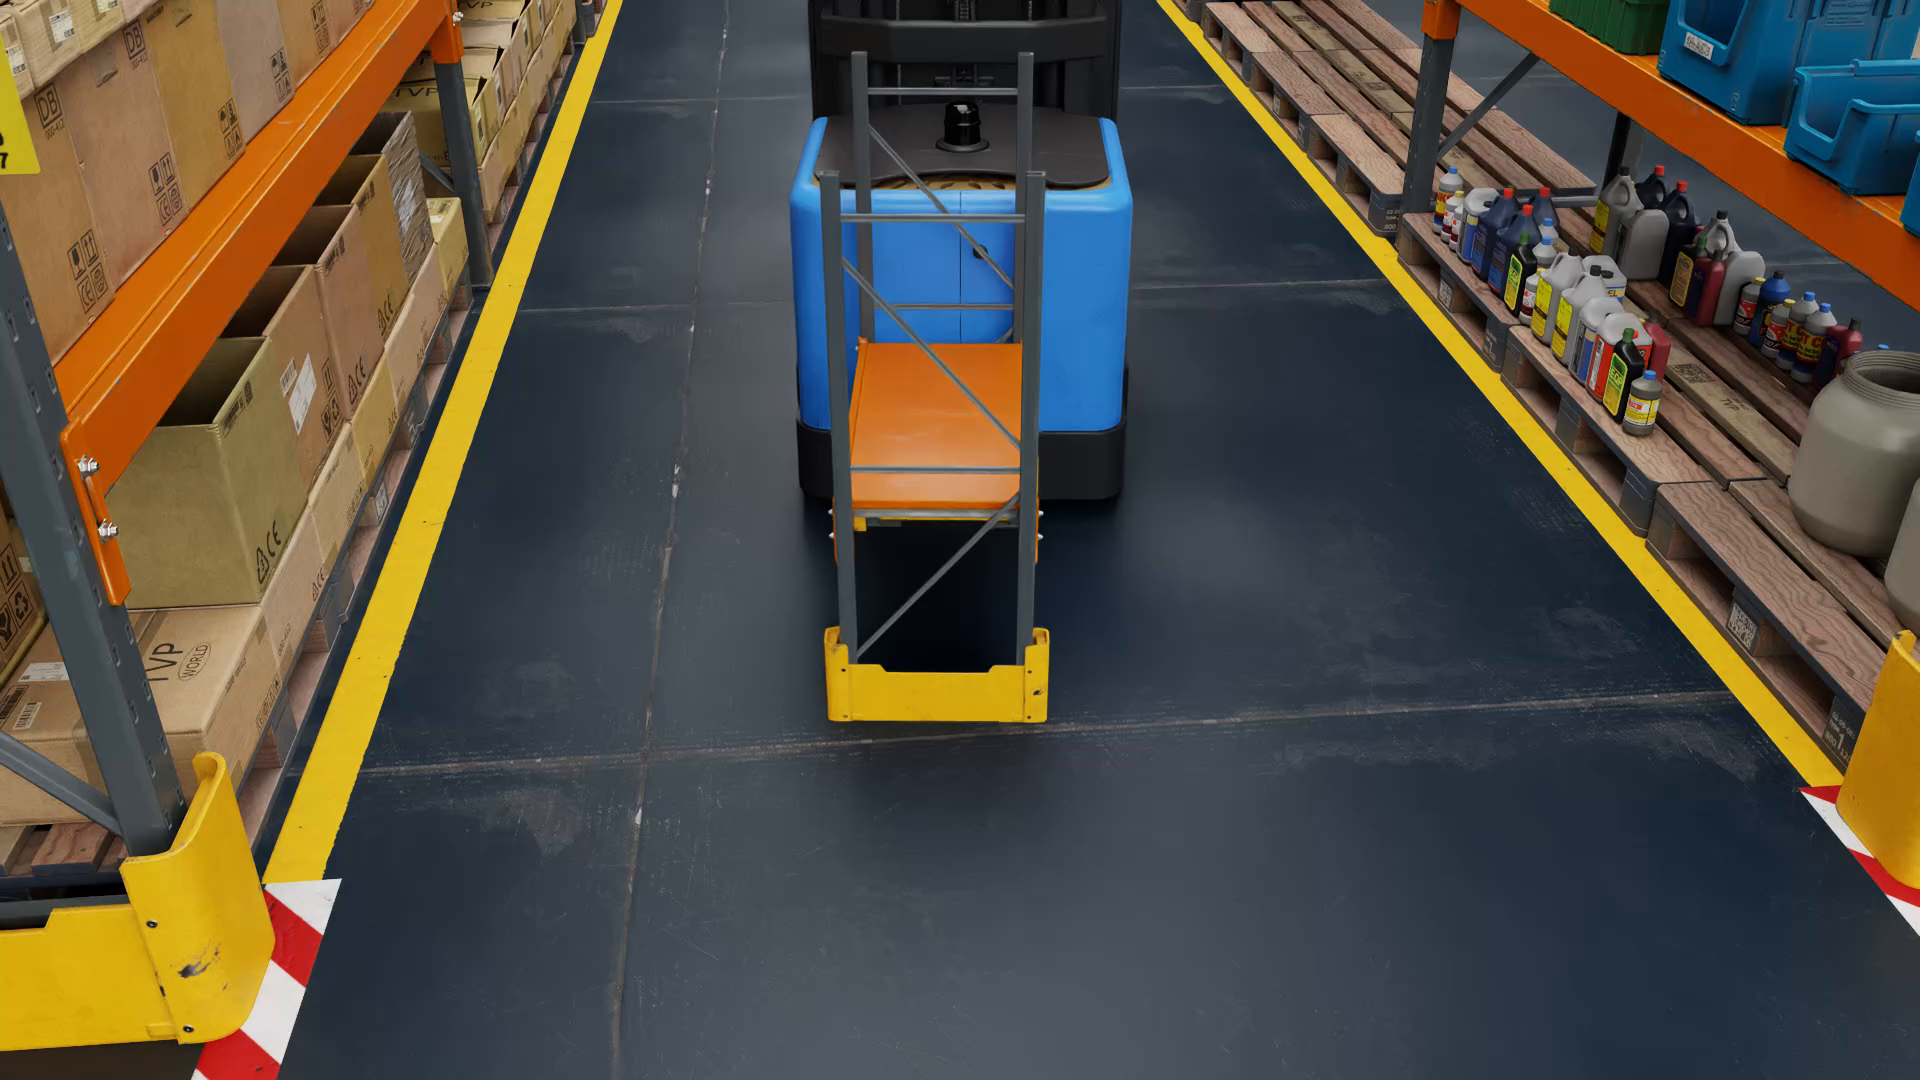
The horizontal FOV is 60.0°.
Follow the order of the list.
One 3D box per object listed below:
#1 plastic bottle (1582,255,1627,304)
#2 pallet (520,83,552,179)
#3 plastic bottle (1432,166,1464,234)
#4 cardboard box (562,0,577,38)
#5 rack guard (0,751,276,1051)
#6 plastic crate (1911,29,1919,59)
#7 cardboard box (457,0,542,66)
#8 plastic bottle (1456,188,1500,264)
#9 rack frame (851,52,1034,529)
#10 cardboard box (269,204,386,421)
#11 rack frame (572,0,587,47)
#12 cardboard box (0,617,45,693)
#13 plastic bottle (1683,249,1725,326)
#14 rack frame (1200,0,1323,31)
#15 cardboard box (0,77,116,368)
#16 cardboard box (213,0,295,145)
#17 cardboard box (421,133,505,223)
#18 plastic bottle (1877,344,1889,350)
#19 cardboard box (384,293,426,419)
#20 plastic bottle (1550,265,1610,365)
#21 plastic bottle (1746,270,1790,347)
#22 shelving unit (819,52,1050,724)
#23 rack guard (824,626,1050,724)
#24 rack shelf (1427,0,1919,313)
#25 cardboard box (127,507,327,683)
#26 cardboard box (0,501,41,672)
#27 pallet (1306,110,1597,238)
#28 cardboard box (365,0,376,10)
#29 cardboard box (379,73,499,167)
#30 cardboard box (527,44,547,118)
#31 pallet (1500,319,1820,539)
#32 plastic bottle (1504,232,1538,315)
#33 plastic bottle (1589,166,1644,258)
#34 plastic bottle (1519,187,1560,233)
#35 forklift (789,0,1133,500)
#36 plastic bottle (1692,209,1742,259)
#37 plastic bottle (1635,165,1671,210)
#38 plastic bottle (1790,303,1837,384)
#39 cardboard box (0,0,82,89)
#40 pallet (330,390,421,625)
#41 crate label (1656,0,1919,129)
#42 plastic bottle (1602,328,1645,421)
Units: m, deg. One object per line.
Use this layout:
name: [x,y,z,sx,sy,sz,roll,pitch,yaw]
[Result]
plastic bottle: [2.311,-0.883,6.029,0.152,0.276,0.135,-3,31,-5]
pallet: [-2.711,-2.155,8.651,1.003,0.211,1.213,-3,31,-5]
plastic bottle: [2.039,-1.422,6.938,0.097,0.271,0.097,0,31,0]
cardboard box: [-2.568,-3.138,9.851,0.500,0.250,0.500,-2,31,-3]
rack guard: [-2.110,0.775,3.466,1.175,0.500,0.348,-3,31,-5]
plastic crate: [2.850,-1.658,5.358,0.530,0.136,0.437,-3,31,-5]
cardboard box: [-2.421,-2.601,8.405,0.500,0.311,0.500,-2,31,-3]
plastic bottle: [2.097,-1.261,6.662,0.152,0.276,0.135,-2,31,-3]
rack frame: [-0.048,-0.690,4.943,0.500,1.500,0.032,0,31,1]
cardboard box: [-2.078,-0.683,5.009,0.500,0.500,0.500,-3,31,-5]
rack frame: [-2.860,-4.395,9.683,1.000,3.000,0.127,-3,31,-5]
cardboard box: [-2.456,0.430,3.877,0.500,0.250,0.500,-3,31,-5]
plastic bottle: [2.747,-0.945,6.126,0.061,0.283,0.133,-3,31,-5]
rack frame: [2.072,-4.631,10.077,1.000,3.000,0.127,-3,31,-5]
cardboard box: [-2.143,-0.593,3.220,0.700,0.500,0.500,-3,31,-5]
cardboard box: [-2.290,-1.383,4.543,0.700,0.500,0.500,-2,31,-3]
cardboard box: [-2.277,-1.571,7.226,0.500,0.250,0.500,-3,31,-6]
plastic bottle: [2.961,-0.504,5.401,0.097,0.271,0.097,0,31,0]
cardboard box: [-2.127,-0.616,5.629,0.500,0.250,0.500,-3,31,-5]
plastic bottle: [2.183,-0.800,5.818,0.144,0.351,0.185,-2,31,-3]
plastic bottle: [2.900,-0.834,5.953,0.097,0.271,0.097,0,31,0]
shelving unit: [-0.054,-0.434,4.514,0.587,1.500,1.083,0,31,1]
rack guard: [-0.061,0.358,4.407,0.587,0.250,0.087,0,31,1]
rack shelf: [2.633,-1.259,5.133,1.077,0.370,4.000,-3,31,-5]
cardboard box: [-1.991,0.150,4.346,0.500,0.250,0.500,-3,31,-5]
cardboard box: [-2.459,0.108,3.685,0.500,0.500,0.500,-3,31,-5]
pallet: [2.334,-1.790,8.042,1.003,0.211,1.213,-3,31,-5]
cardboard box: [-2.438,-2.170,5.860,0.700,0.500,0.500,-4,31,-6]
cardboard box: [-2.277,-1.817,7.091,0.500,0.311,0.500,-3,31,-4]
cardboard box: [-2.421,-2.356,8.541,0.500,0.250,0.500,-2,31,-4]
pallet: [2.584,-0.422,5.751,1.003,0.211,1.213,-3,31,-5]
plastic bottle: [2.100,-0.997,6.213,0.061,0.283,0.133,-1,31,-2]
plastic bottle: [2.650,-1.318,6.686,0.144,0.351,0.185,-3,31,-5]
plastic bottle: [2.252,-1.215,6.513,0.144,0.351,0.185,-3,31,-5]
forklift: [0.020,-2.103,5.912,1.130,2.935,3.031,0,31,1]
plastic bottle: [2.841,-1.062,6.257,0.144,0.351,0.185,-3,31,-5]
plastic bottle: [2.793,-1.325,6.698,0.144,0.351,0.185,-4,31,-6]
plastic bottle: [2.929,-0.679,5.694,0.097,0.271,0.097,0,31,0]
cardboard box: [-1.962,-0.978,3.231,0.380,0.149,0.250,-4,31,-6]
pallet: [-2.336,-0.124,5.251,1.003,0.211,1.213,-3,31,-5]
crate label: [2.379,-1.488,4.782,0.502,0.435,0.616,-3,31,-5]
plastic bottle: [2.183,-0.544,5.456,0.061,0.283,0.133,-2,31,-3]
